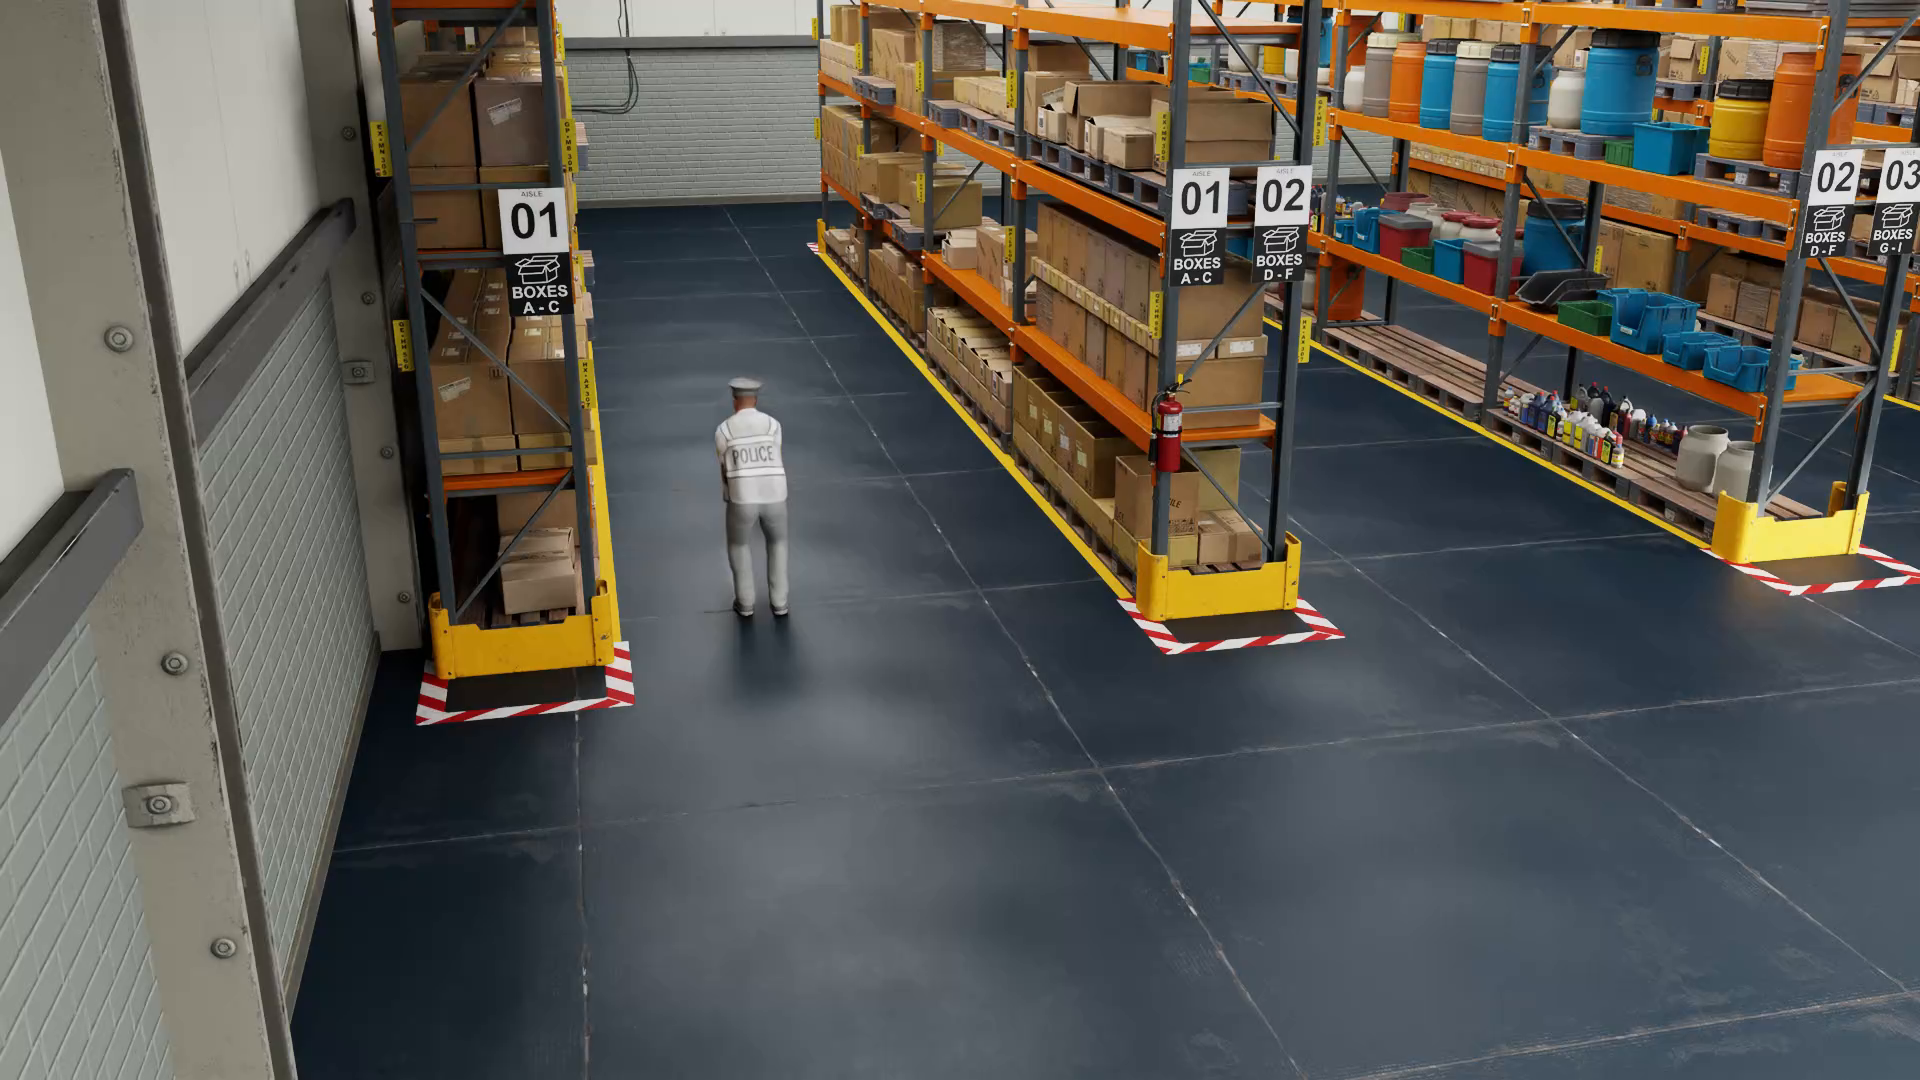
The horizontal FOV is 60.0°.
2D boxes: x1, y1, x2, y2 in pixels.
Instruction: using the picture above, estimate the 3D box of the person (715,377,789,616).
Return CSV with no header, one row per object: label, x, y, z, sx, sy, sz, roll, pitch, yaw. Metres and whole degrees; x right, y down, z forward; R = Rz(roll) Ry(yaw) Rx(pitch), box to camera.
person,-1.497,-0.298,11.987,0.481,1.704,0.619,-5,20,-13
